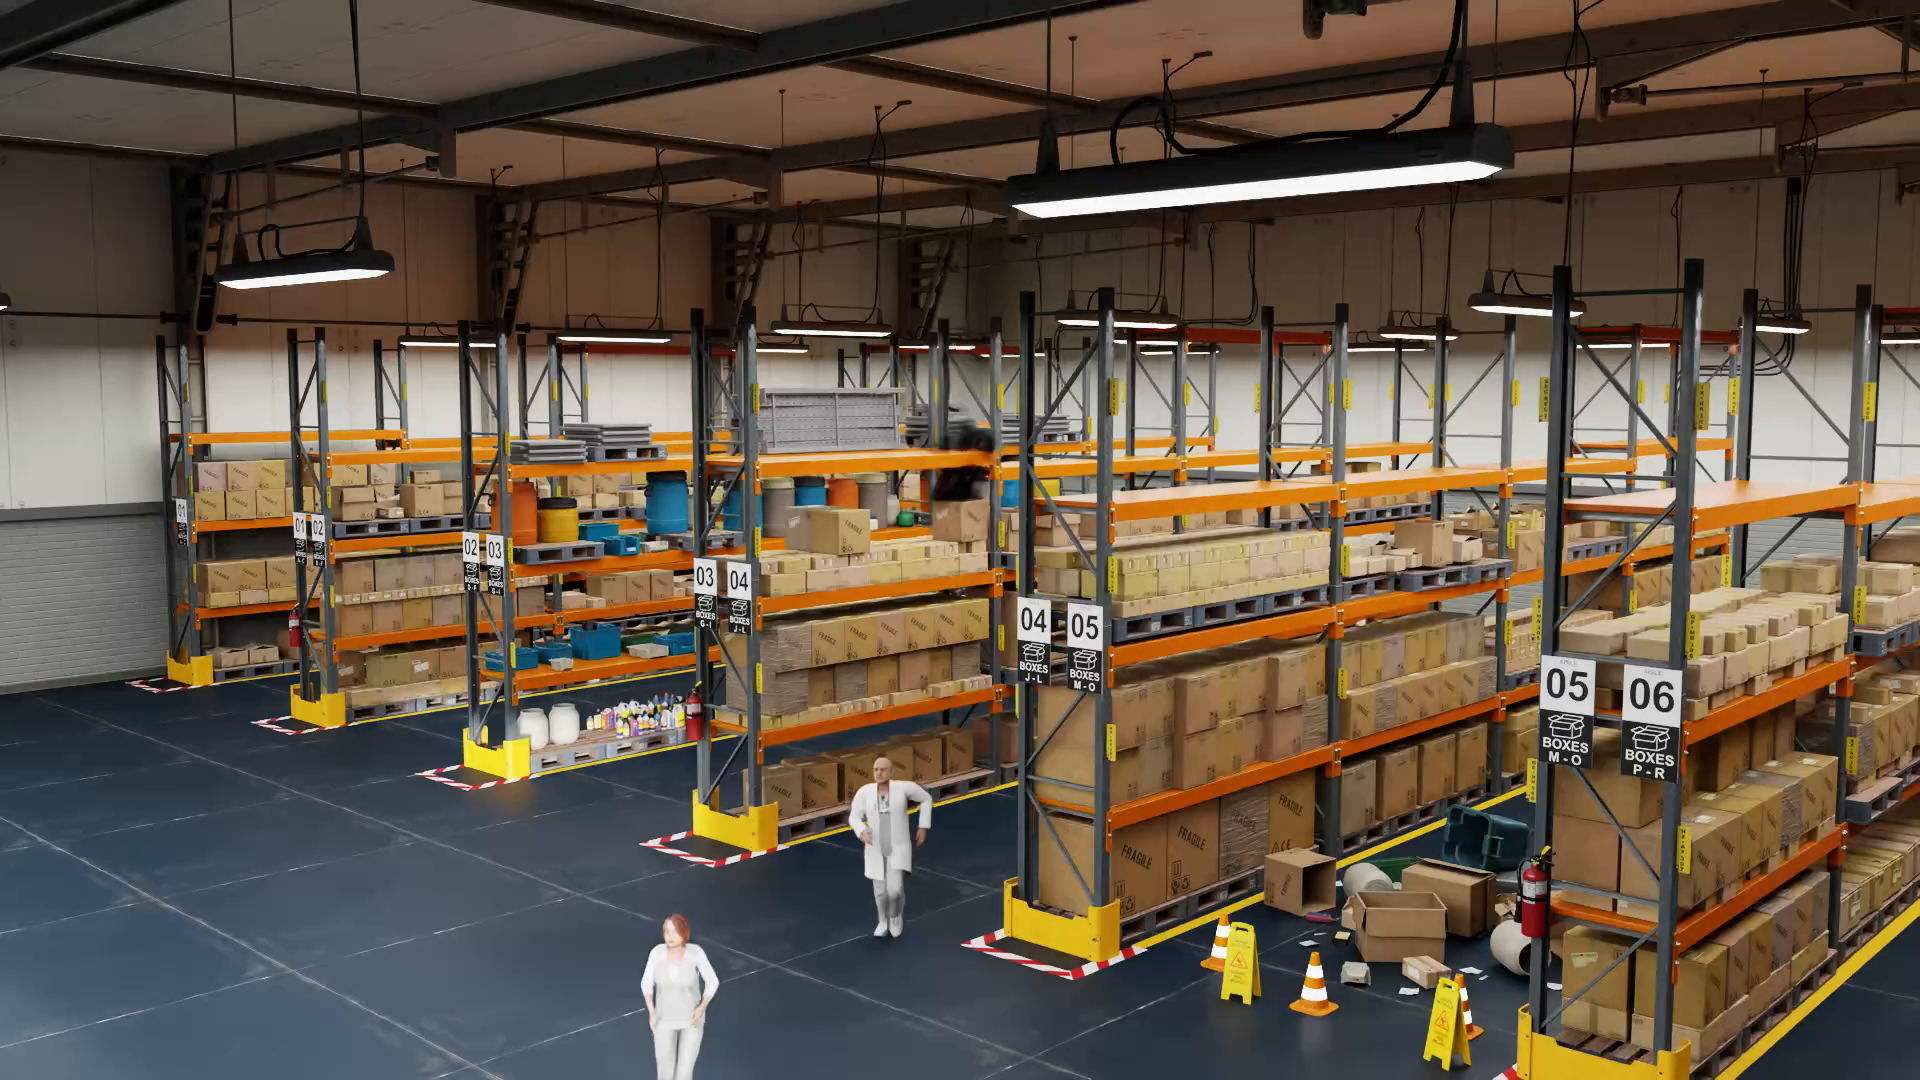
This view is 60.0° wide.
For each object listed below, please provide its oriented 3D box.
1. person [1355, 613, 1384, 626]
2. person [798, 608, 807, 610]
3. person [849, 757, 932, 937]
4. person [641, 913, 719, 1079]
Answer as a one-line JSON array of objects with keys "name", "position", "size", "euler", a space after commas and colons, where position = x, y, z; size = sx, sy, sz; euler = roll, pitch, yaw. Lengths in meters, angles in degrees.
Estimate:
[{"name": "person", "position": [6.378, 1.872, 25.811], "size": [0.672, 1.824, 0.762], "euler": [5, 7, 43]}, {"name": "person", "position": [-2.838, 1.587, 29.563], "size": [0.623, 1.639, 0.511], "euler": [4, 6, 34]}, {"name": "person", "position": [-0.653, 2.861, 15.303], "size": [0.732, 1.728, 0.857], "euler": [1, 5, 10]}, {"name": "person", "position": [-1.928, 3.325, 11.464], "size": [0.533, 1.573, 0.588], "euler": [0, 5, -4]}]
